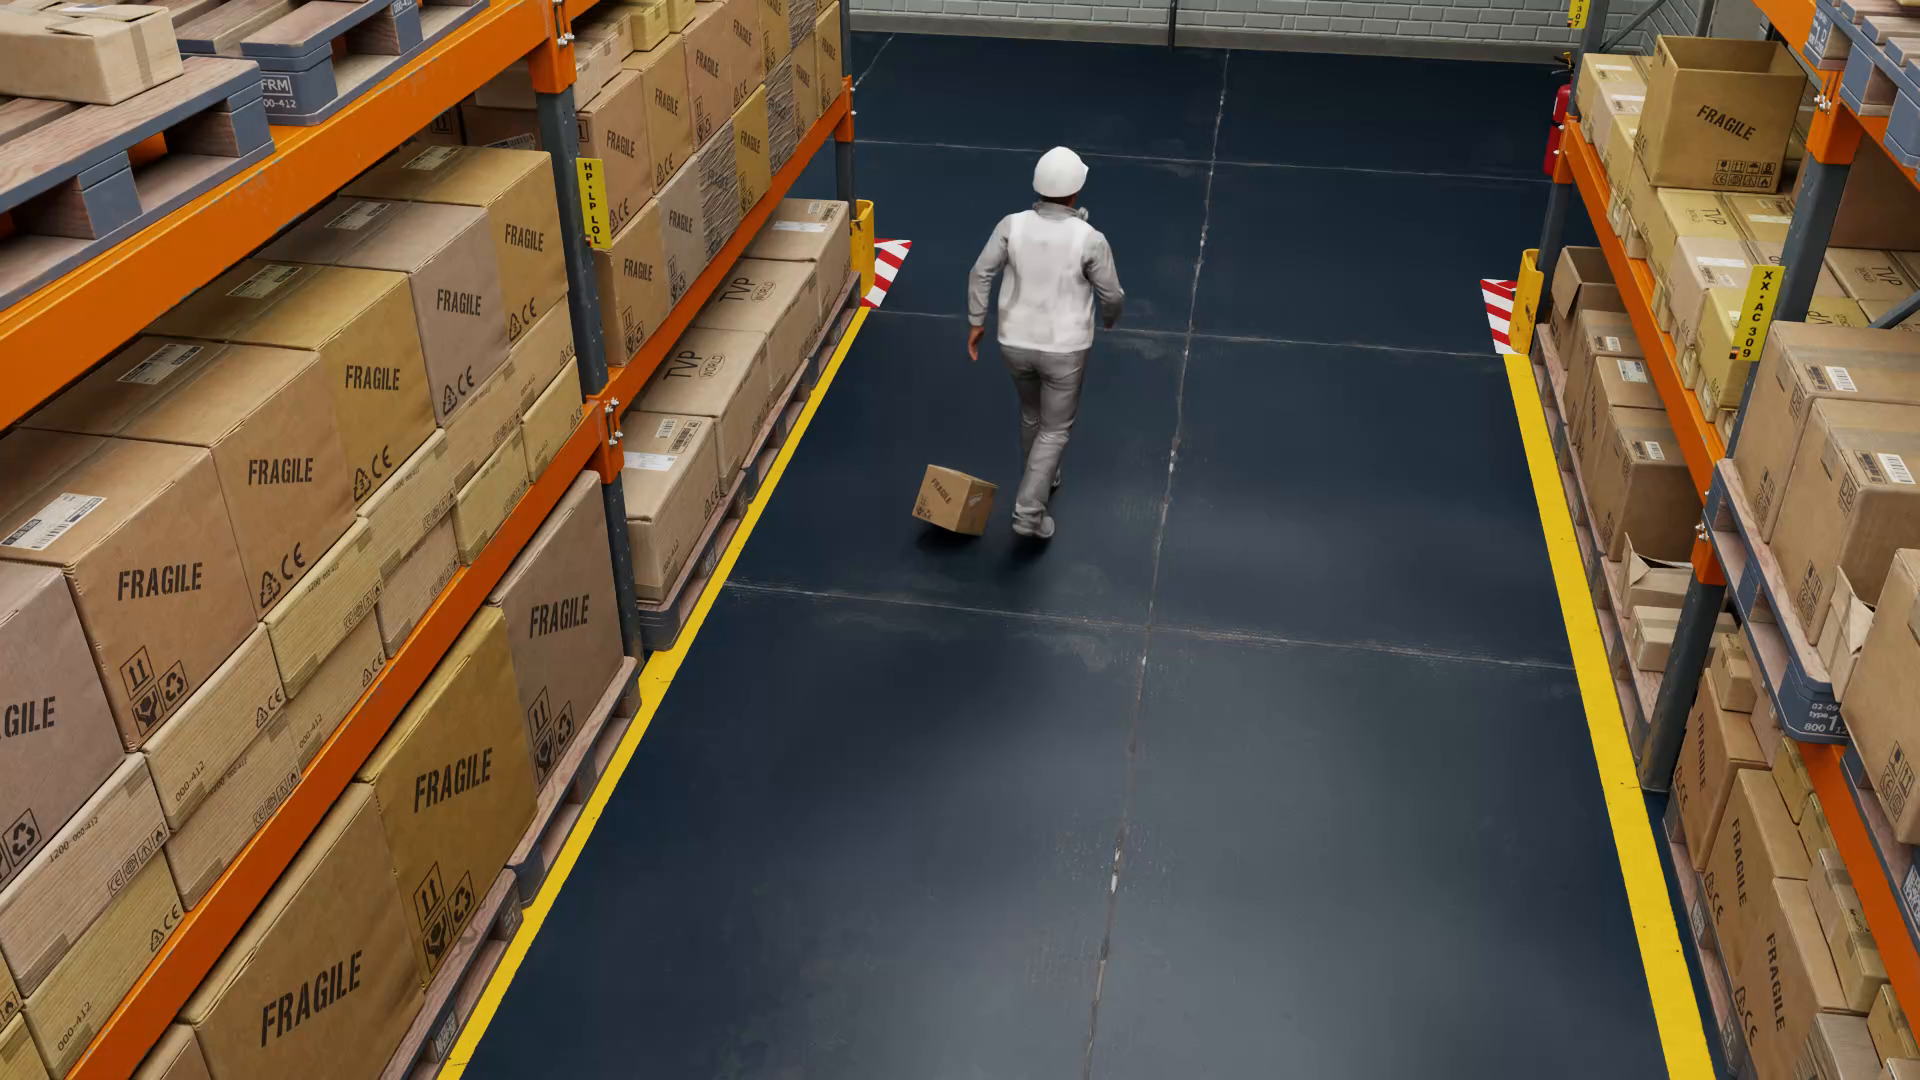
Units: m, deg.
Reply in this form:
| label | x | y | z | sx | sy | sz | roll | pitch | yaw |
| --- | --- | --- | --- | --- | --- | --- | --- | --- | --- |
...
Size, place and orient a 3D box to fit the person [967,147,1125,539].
| label | x | y | z | sx | sy | sz | roll | pitch | yaw |
| --- | --- | --- | --- | --- | --- | --- | --- | --- | --- |
| person | 0.379 | -0.860 | 7.479 | 0.673 | 1.778 | 0.802 | 15 | 35 | 22 |
